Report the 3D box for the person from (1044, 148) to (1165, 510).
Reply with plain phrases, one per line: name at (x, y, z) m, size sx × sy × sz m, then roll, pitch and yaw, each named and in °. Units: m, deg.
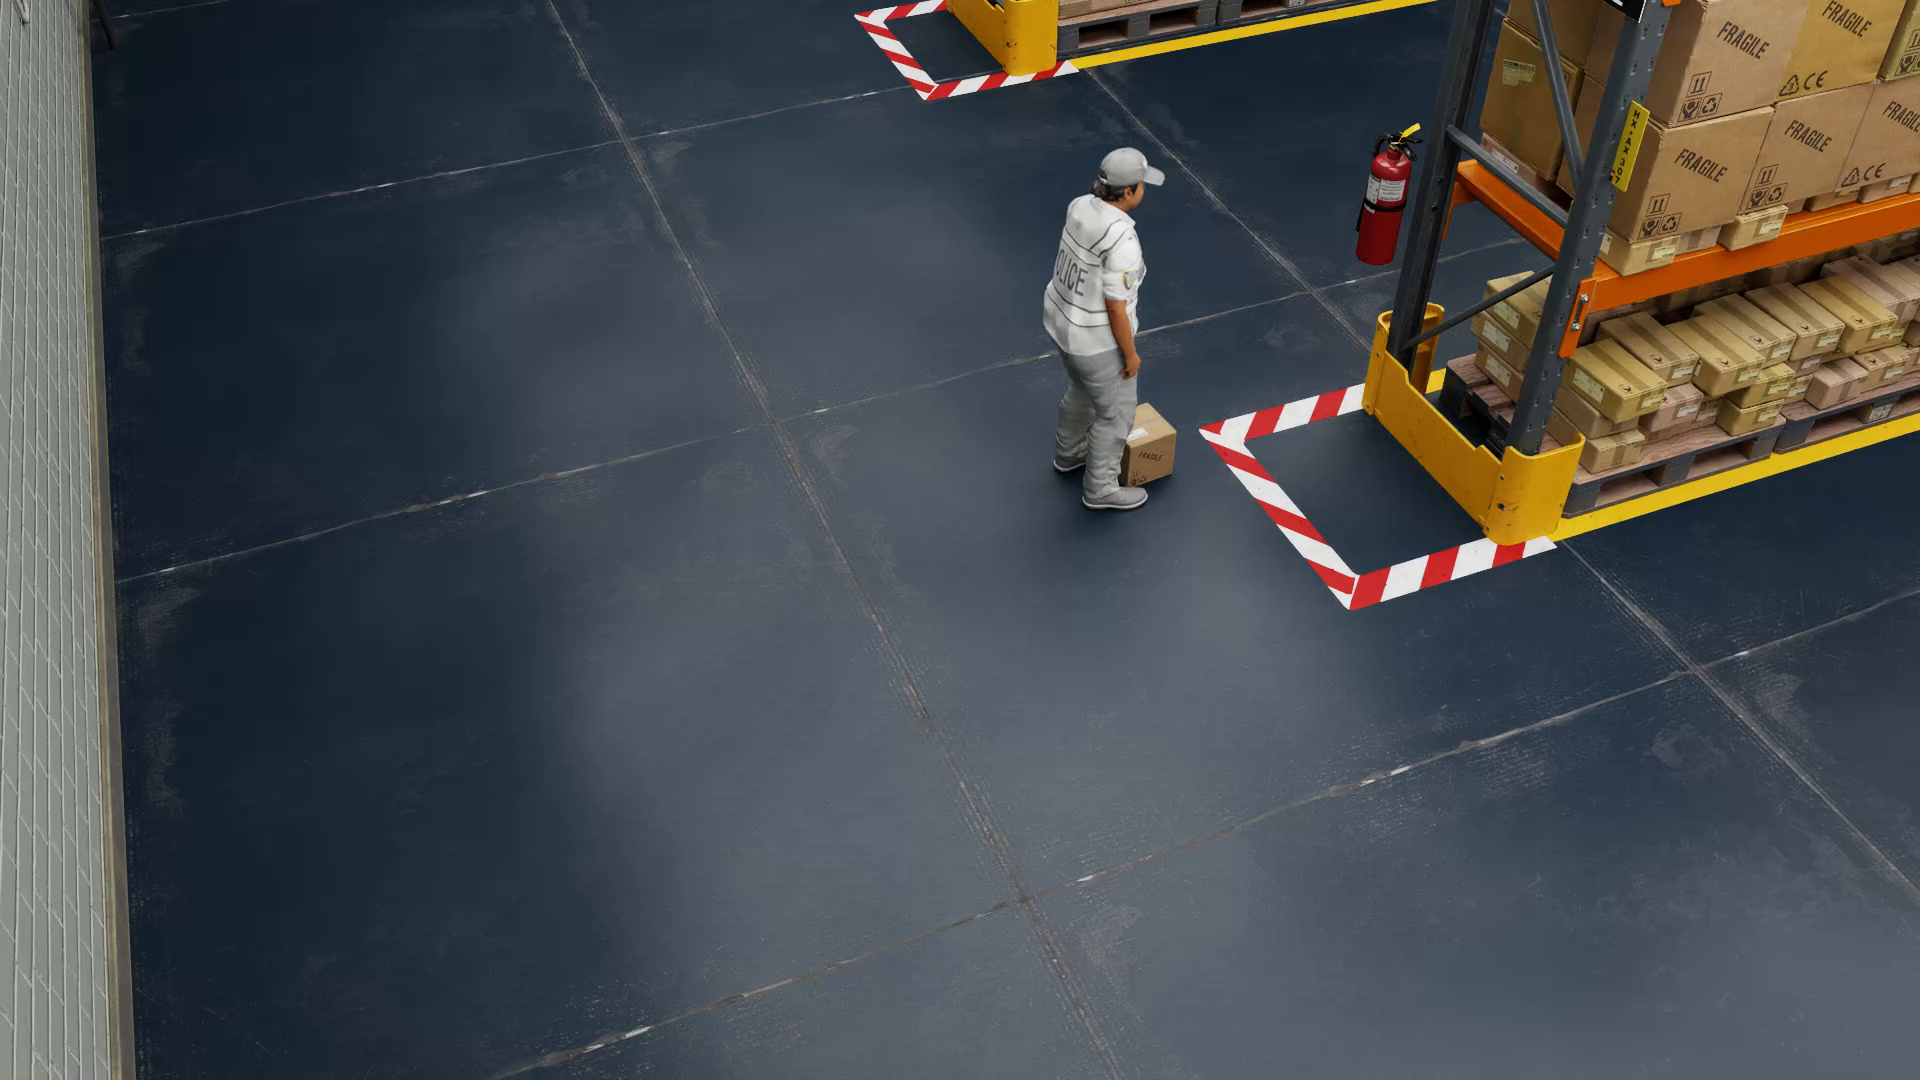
person at (0.618, -0.905, 7.159) m, size 0.465 × 1.667 × 0.539 m, roll -15°, pitch 44°, yaw -16°
